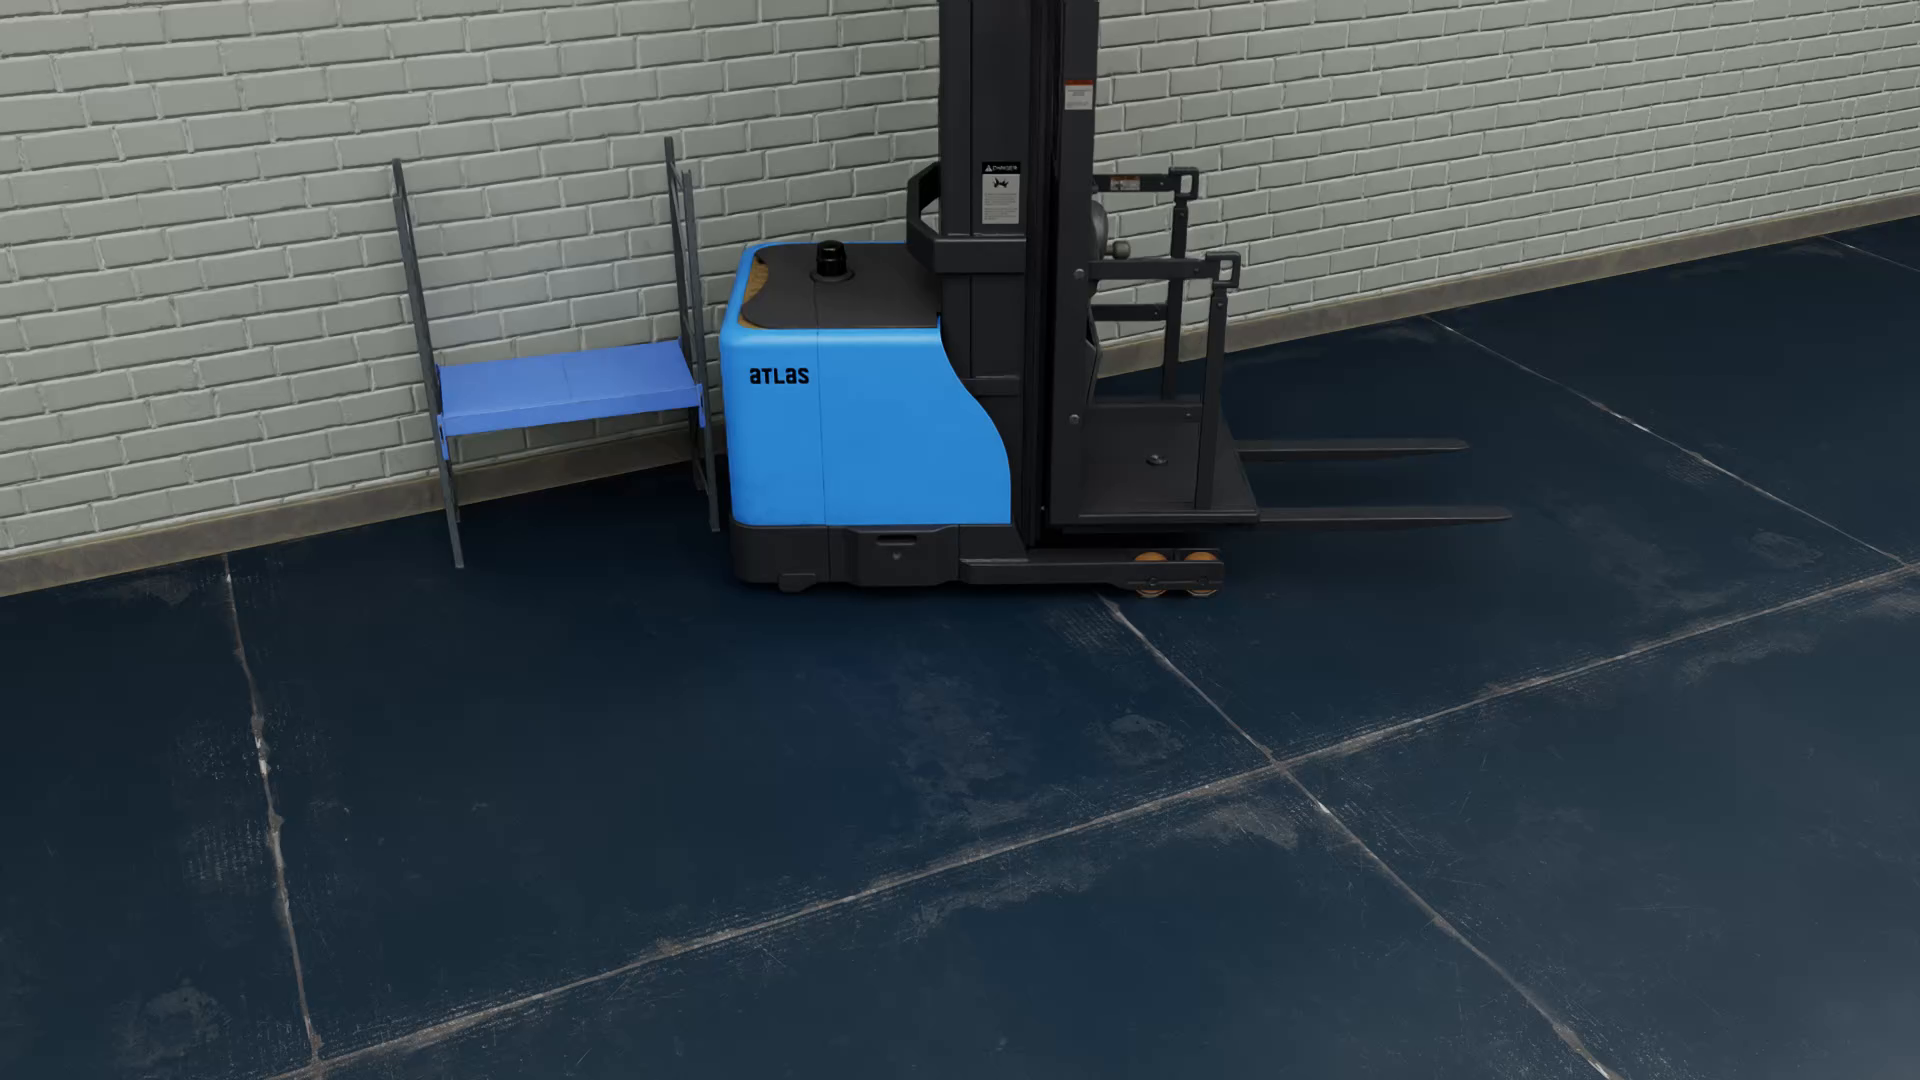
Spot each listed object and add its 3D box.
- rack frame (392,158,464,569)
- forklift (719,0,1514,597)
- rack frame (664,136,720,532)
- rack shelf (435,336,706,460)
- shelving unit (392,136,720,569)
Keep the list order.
[{"bbox_3d":[-2.042,-0.660,6.393,0.032,1.500,0.500,-8,30,-15],"label":"rack frame"},{"bbox_3d":[0.633,-1.322,6.112,3.031,2.935,1.130,-1,29,-1],"label":"forklift"},{"bbox_3d":[-1.069,-0.804,6.650,0.032,1.500,0.500,-8,30,-15],"label":"rack frame"},{"bbox_3d":[-1.556,-0.575,6.609,1.000,0.185,0.538,-8,30,-15],"label":"rack shelf"},{"bbox_3d":[-1.556,-0.732,6.521,1.048,1.500,0.538,-8,30,-15],"label":"shelving unit"}]
